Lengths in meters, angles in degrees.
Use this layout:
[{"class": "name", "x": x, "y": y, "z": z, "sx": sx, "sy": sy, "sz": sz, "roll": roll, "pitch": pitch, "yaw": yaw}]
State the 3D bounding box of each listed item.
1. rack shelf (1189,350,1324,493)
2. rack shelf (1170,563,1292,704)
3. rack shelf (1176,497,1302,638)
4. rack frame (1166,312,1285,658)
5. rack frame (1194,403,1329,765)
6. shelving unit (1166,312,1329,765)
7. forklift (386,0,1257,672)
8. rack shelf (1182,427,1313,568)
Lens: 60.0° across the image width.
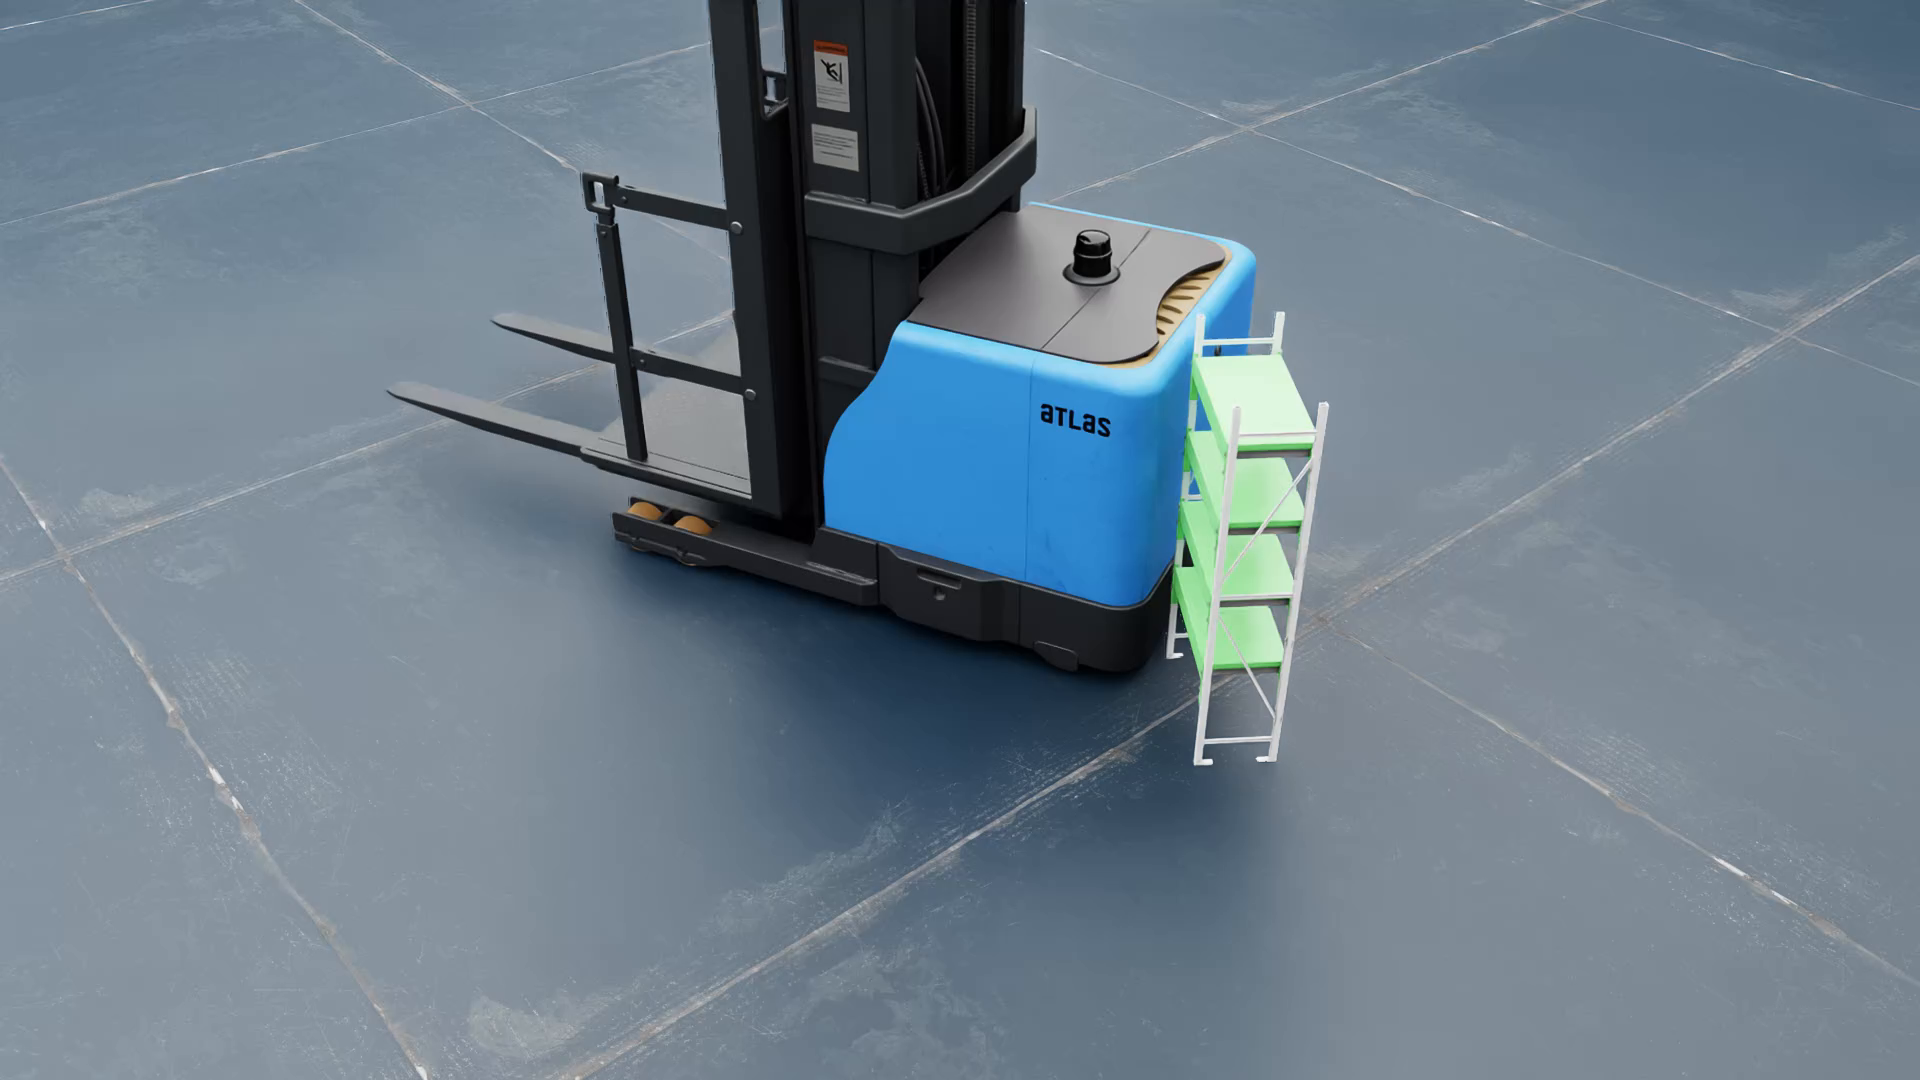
[{"class": "rack shelf", "x": 0.784, "y": -0.325, "z": 4.451, "sx": 0.258, "sy": 0.148, "sz": 0.480, "roll": -2, "pitch": 35, "yaw": -3}, {"class": "rack shelf", "x": 0.784, "y": 0.262, "z": 4.867, "sx": 0.258, "sy": 0.148, "sz": 0.480, "roll": -2, "pitch": 35, "yaw": -3}, {"class": "rack shelf", "x": 0.784, "y": 0.067, "z": 4.728, "sx": 0.258, "sy": 0.148, "sz": 0.480, "roll": -2, "pitch": 35, "yaw": -3}, {"class": "rack frame", "x": 0.768, "y": -0.126, "z": 4.890, "sx": 0.240, "sy": 1.200, "sz": 0.015, "roll": -2, "pitch": 35, "yaw": -3}, {"class": "rack frame", "x": 0.800, "y": 0.155, "z": 4.493, "sx": 0.240, "sy": 1.200, "sz": 0.015, "roll": -2, "pitch": 35, "yaw": -3}, {"class": "shelving unit", "x": 0.784, "y": 0.014, "z": 4.691, "sx": 0.258, "sy": 1.200, "sz": 0.503, "roll": -2, "pitch": 35, "yaw": -3}, {"class": "forklift", "x": -0.615, "y": -1.366, "z": 5.143, "sx": 3.031, "sy": 2.935, "sz": 1.130, "roll": 15, "pitch": 38, "yaw": 21}, {"class": "rack shelf", "x": 0.784, "y": -0.129, "z": 4.590, "sx": 0.258, "sy": 0.148, "sz": 0.480, "roll": -2, "pitch": 35, "yaw": -3}]
